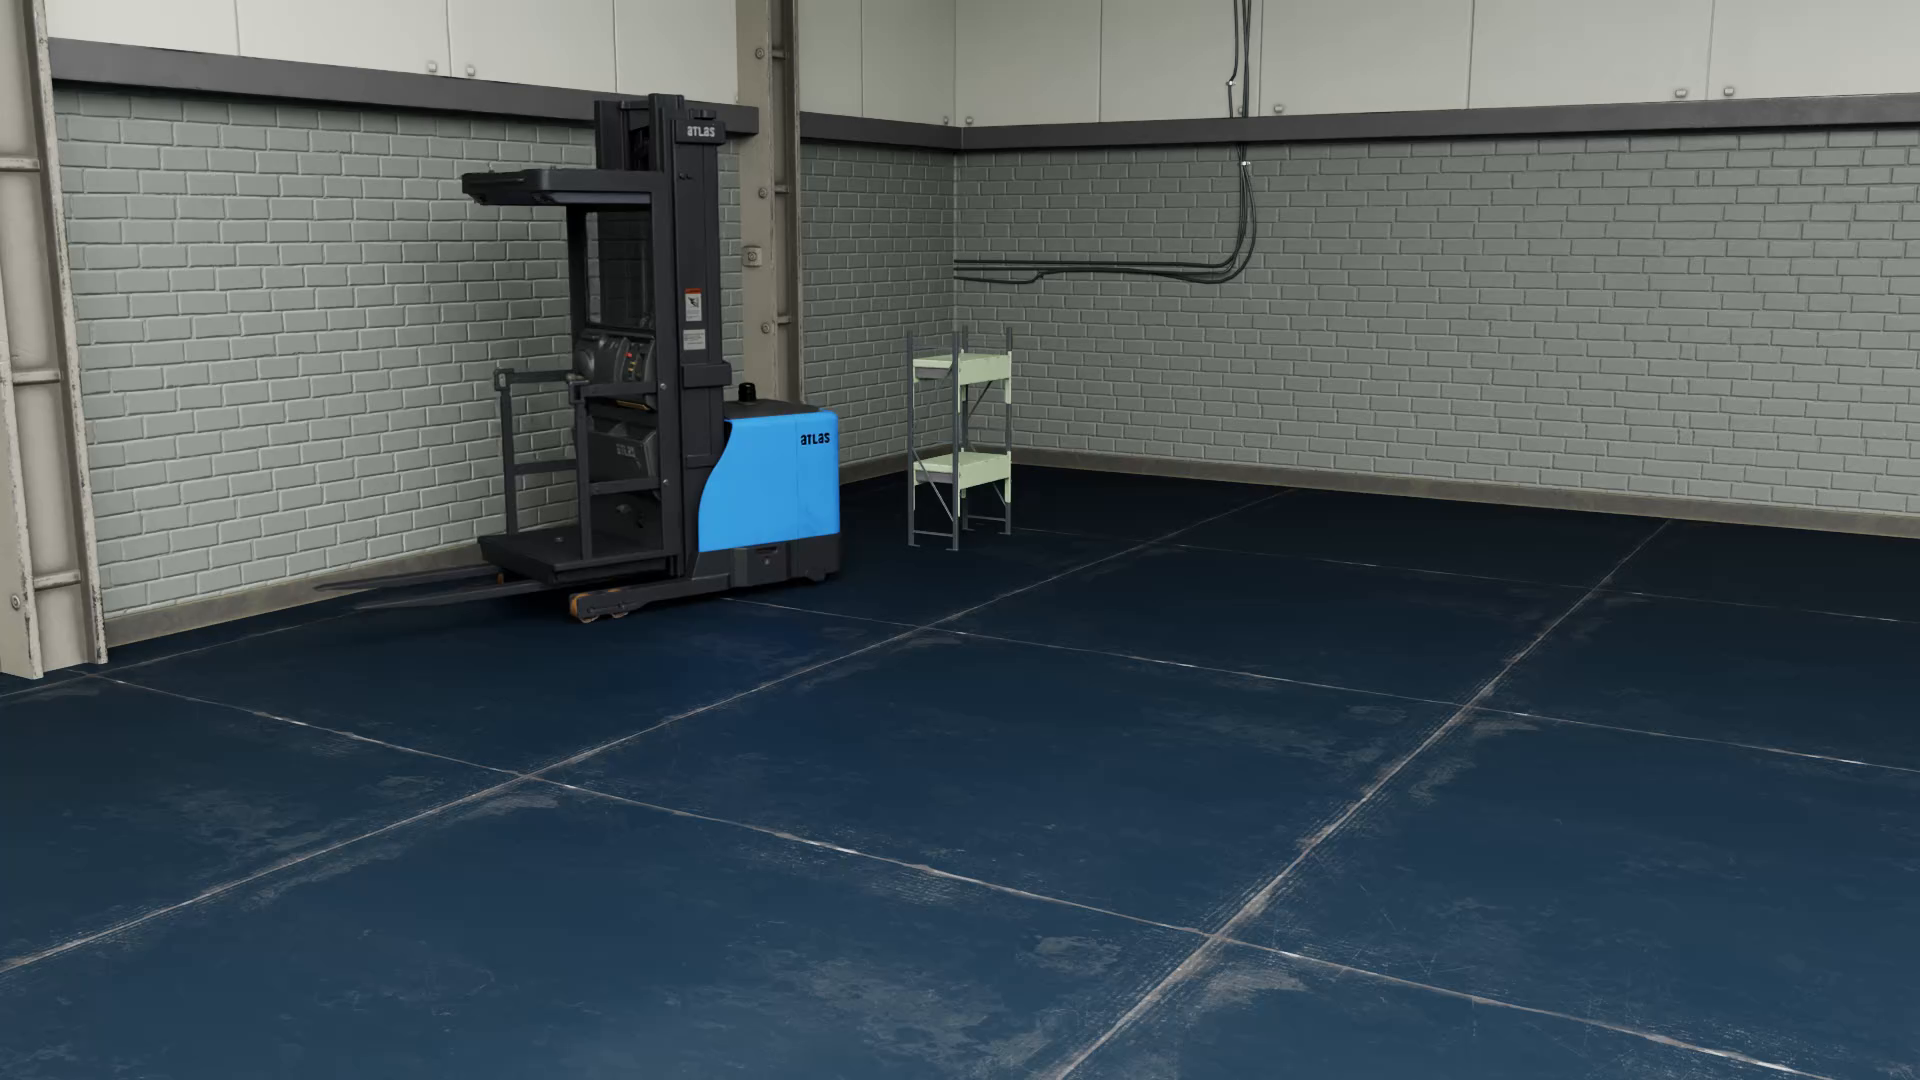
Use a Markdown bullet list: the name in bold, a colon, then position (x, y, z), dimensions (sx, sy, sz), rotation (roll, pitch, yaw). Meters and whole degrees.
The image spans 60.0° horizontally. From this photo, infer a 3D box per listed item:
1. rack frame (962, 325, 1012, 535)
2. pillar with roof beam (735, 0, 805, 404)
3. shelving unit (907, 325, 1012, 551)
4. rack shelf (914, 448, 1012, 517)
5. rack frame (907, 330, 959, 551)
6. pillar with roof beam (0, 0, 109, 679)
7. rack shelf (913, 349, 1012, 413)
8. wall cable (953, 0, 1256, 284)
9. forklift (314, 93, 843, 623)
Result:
- **rack frame**: position (0.193, -0.796, 12.044), dimensions (0.400, 1.500, 0.023), rotation (6, 12, 31)
- **pillar with roof beam**: position (2.196, -4.314, 10.457), dimensions (9.100, 9.000, 0.400), rotation (6, 12, 31)
- **shelving unit**: position (0.003, -0.738, 11.736), dimensions (0.431, 1.500, 0.755), rotation (6, 12, 31)
- **rack shelf**: position (0.003, -0.418, 11.796), dimensions (0.431, 0.370, 0.720), rotation (6, 12, 31)
- **rack frame**: position (-0.187, -0.681, 11.429), dimensions (0.400, 1.500, 0.023), rotation (6, 12, 31)
- **pillar with roof beam**: position (-0.919, -3.370, 5.416), dimensions (9.100, 9.000, 0.400), rotation (6, 12, 31)
- **rack shelf**: position (0.003, -1.122, 11.664), dimensions (0.431, 0.370, 0.720), rotation (6, 12, 31)
- **wall cable**: position (1.176, -3.536, 14.739), dimensions (3.097, 2.526, 0.112), rotation (6, 12, 31)
- **forklift**: position (-2.205, -1.083, 9.689), dimensions (3.031, 2.935, 1.130), rotation (-8, 14, -38)
